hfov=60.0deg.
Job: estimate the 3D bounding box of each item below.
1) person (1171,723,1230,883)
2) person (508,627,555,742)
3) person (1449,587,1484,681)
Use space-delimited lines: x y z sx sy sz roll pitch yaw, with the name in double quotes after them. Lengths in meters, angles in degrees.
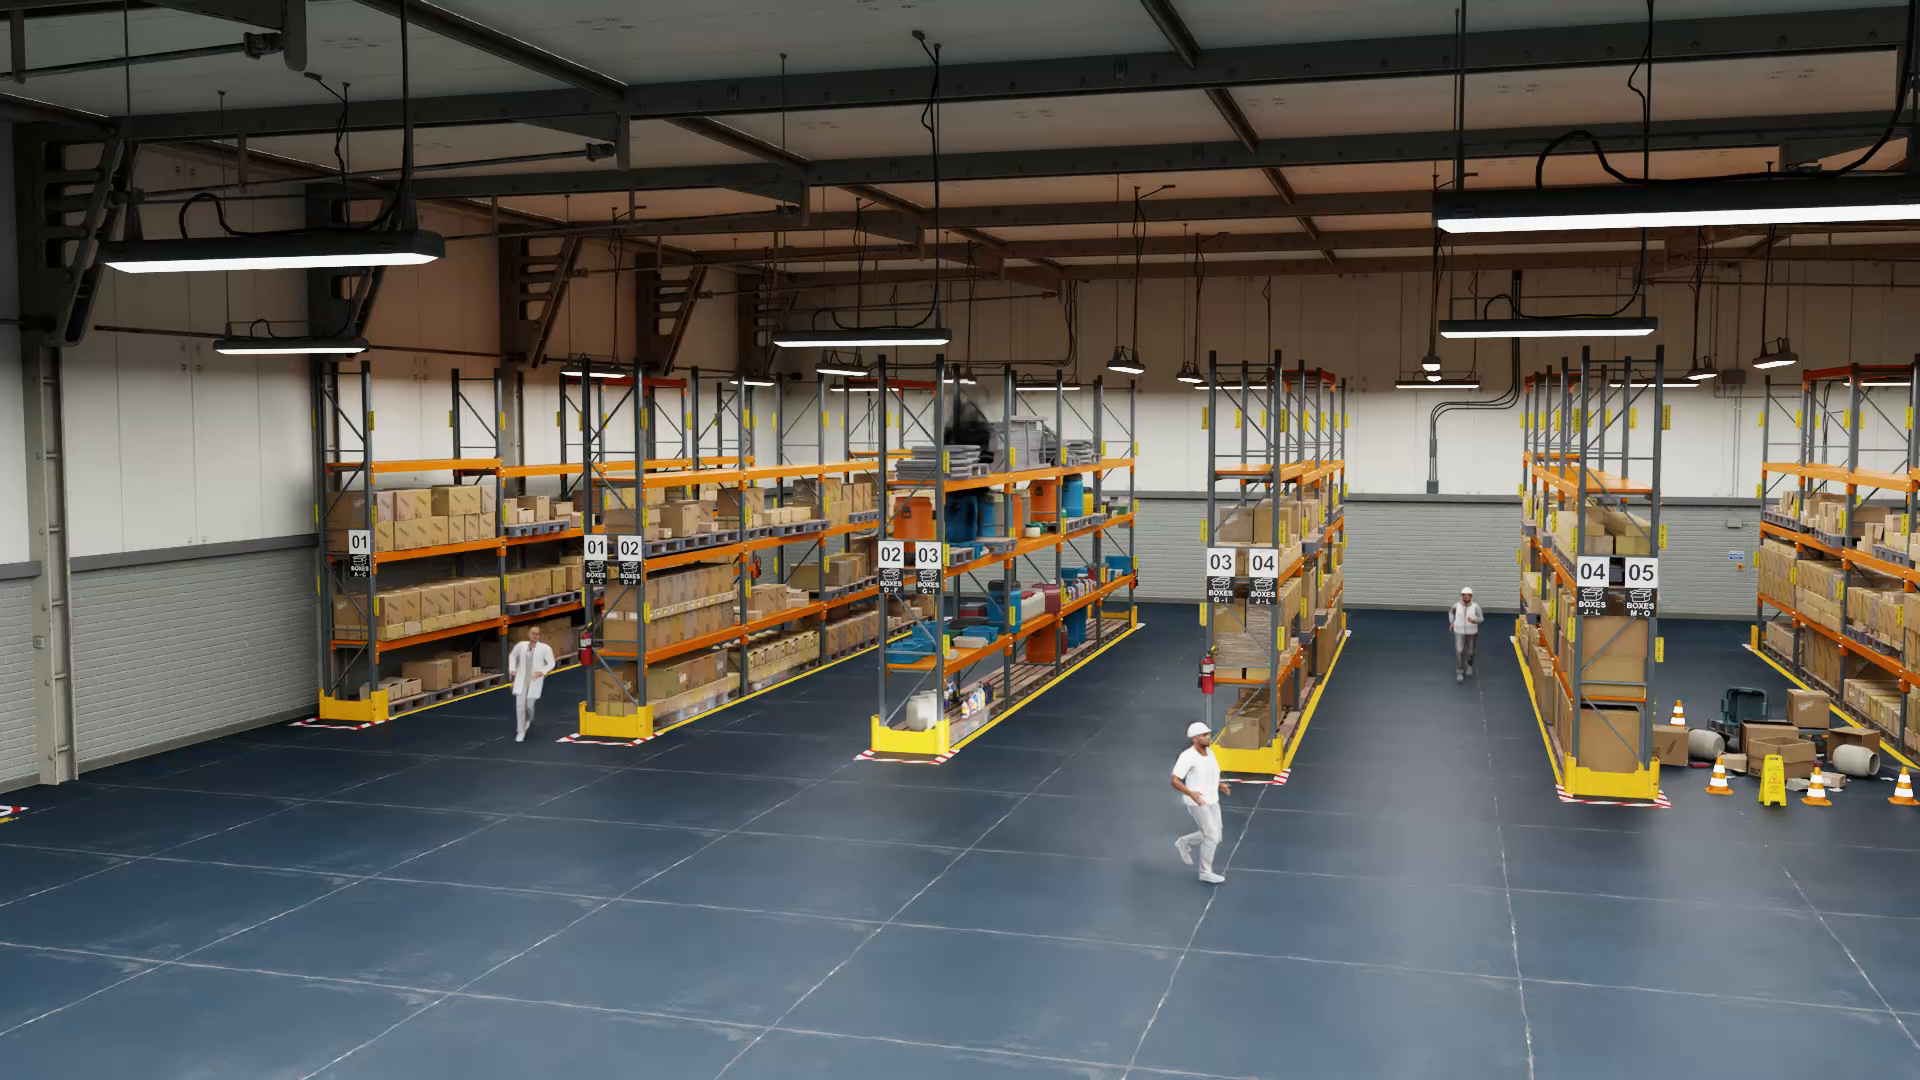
2.601 2.846 18.149 0.696 1.723 0.704 4 5 41 "person"
-6.792 2.258 26.377 0.740 1.770 0.861 0 4 -7 "person"
9.757 1.795 32.084 0.659 1.764 0.948 1 4 19 "person"
